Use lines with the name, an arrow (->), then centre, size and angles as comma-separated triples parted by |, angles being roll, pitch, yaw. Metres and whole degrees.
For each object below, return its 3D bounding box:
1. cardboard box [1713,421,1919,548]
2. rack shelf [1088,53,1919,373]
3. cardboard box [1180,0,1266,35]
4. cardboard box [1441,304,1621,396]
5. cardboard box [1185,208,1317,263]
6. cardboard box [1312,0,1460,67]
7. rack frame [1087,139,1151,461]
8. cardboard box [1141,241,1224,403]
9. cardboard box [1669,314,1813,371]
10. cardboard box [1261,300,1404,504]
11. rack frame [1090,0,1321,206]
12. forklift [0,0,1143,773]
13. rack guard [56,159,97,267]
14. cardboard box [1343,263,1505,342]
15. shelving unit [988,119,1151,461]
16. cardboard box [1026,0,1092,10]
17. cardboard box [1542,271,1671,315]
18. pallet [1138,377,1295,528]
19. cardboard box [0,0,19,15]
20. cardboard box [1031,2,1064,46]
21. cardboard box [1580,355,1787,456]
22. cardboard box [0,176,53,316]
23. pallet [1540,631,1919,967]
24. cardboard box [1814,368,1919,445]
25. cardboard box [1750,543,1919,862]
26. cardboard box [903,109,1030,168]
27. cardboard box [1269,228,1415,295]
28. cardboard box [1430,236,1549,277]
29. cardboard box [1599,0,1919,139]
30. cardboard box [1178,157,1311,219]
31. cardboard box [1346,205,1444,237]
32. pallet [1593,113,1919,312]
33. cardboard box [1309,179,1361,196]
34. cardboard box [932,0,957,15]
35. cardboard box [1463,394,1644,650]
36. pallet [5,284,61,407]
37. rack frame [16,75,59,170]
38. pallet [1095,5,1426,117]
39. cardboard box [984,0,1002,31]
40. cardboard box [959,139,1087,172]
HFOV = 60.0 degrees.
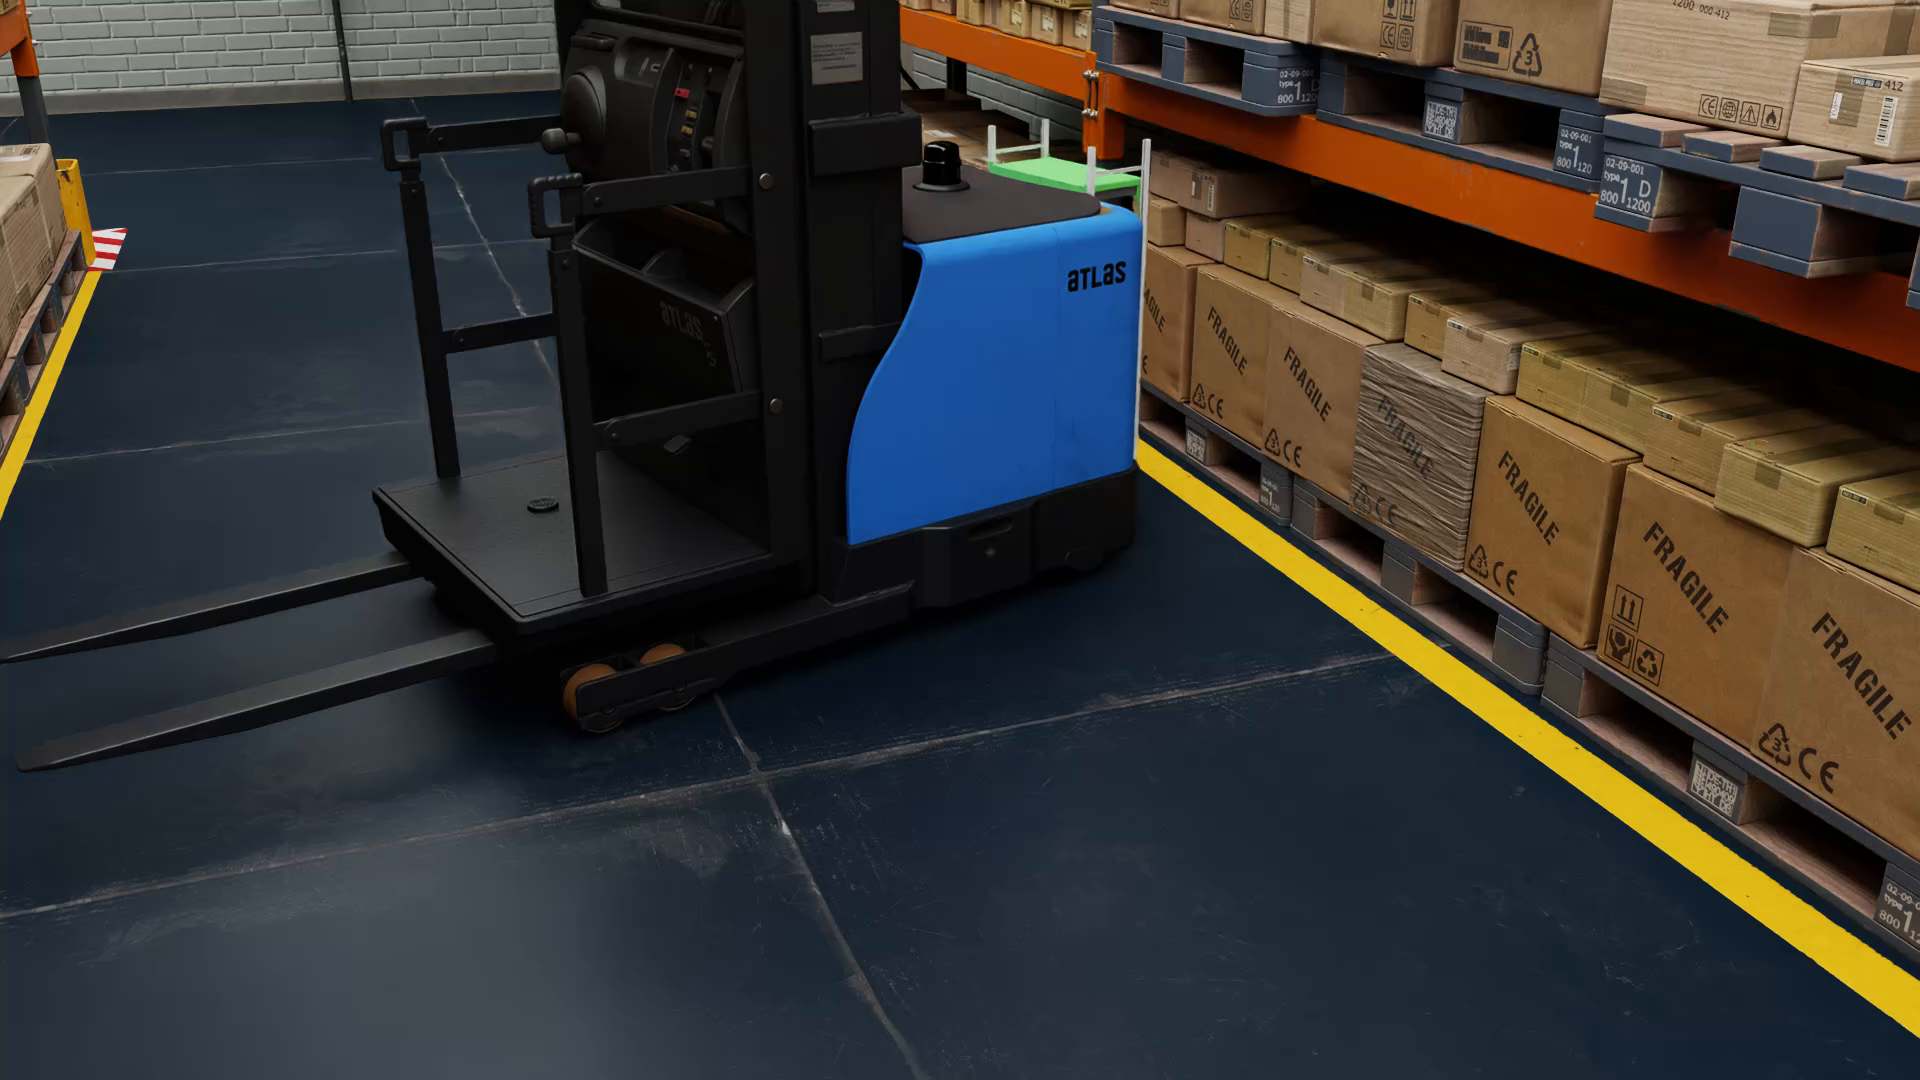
cardboard box -> 1.841, -0.122, 3.521 | 0.380, 0.149, 0.250 | -10, 25, -22
rack shelf -> 1.672, -0.937, 4.538 | 1.077, 0.370, 4.000 | -8, 24, -19
cardboard box -> 1.110, -1.840, 5.085 | 0.700, 0.500, 0.500 | -8, 24, -18
cardboard box -> 1.525, -0.513, 4.448 | 0.380, 0.149, 0.250 | -10, 25, -22
cardboard box -> 1.013, -1.079, 5.791 | 0.380, 0.149, 0.250 | -9, 24, -20
cardboard box -> 1.387, -1.555, 4.409 | 0.700, 0.500, 0.500 | -8, 24, -19
rack frame -> 0.479, -0.637, 5.217 | 0.240, 1.200, 0.015 | -16, 28, -33
cardboard box -> 0.926, -0.830, 6.036 | 0.500, 0.500, 0.500 | -7, 24, -17
cardboard box -> 2.107, -0.494, 4.403 | 0.380, 0.149, 0.250 | -9, 24, -20
cardboard box -> 1.295, -0.456, 5.149 | 0.500, 0.500, 0.500 | -9, 25, -21
rack frame -> 0.965, -1.995, 6.122 | 1.000, 3.000, 0.127 | -8, 24, -19
forklift -> -0.958, -1.106, 4.100 | 3.031, 2.935, 1.130 | -16, 27, -33
rack guard -> -5.099, -1.623, 8.458 | 1.175, 0.500, 0.348 | -8, 24, -19
cardboard box -> 1.363, -0.703, 4.899 | 0.380, 0.149, 0.250 | -7, 24, -17
shelving unit -> 0.334, -0.714, 5.398 | 0.258, 1.200, 0.503 | -16, 28, -33
cardboard box -> 0.557, -2.215, 6.453 | 0.500, 0.250, 0.500 | -8, 24, -18
cardboard box -> 1.923, -0.681, 4.847 | 0.380, 0.149, 0.250 | -9, 25, -21
pallet -> 1.288, -0.420, 5.975 | 1.003, 0.211, 1.213 | -8, 24, -19
cardboard box -> -4.672, -2.674, 7.603 | 0.500, 0.500, 0.500 | -8, 24, -19
cardboard box -> 0.504, -2.053, 6.581 | 0.380, 0.149, 0.250 | -8, 24, -18
cardboard box -> 1.739, -0.326, 4.004 | 0.380, 0.149, 0.250 | -8, 24, -17
cardboard box -> -4.432, -1.222, 7.045 | 0.875, 0.438, 0.875 | -8, 24, -18
pallet -> 2.150, 0.466, 3.872 | 1.003, 0.211, 1.213 | -8, 24, -19
cardboard box -> 2.254, -0.294, 3.929 | 0.380, 0.149, 0.250 | -8, 24, -18
cardboard box -> 2.028, 0.292, 3.373 | 0.500, 0.500, 0.500 | -8, 24, -17
cardboard box -> -0.055, -1.939, 8.667 | 0.700, 0.500, 0.500 | -7, 24, -17
cardboard box -> 1.224, -0.890, 5.341 | 0.380, 0.149, 0.250 | -9, 24, -20
cardboard box -> 1.719, -0.863, 5.278 | 0.380, 0.149, 0.250 | -8, 24, -18
cardboard box -> 1.703, -1.005, 3.426 | 0.500, 0.250, 0.500 | -10, 25, -21
cardboard box -> 0.980, -1.218, 5.738 | 0.380, 0.149, 0.250 | -10, 25, -22
cardboard box -> 1.557, -1.060, 5.745 | 0.380, 0.149, 0.250 | -8, 24, -18
pallet -> 2.073, -0.690, 3.273 | 1.213, 0.211, 1.003 | -8, 24, -19
cardboard box -> 1.365, -1.242, 6.177 | 0.380, 0.149, 0.250 | -9, 25, -21
cardboard box -> 0.088, -2.524, 7.700 | 0.380, 0.149, 0.250 | -8, 24, -19
cardboard box -> 1.673, -0.081, 4.258 | 0.500, 0.500, 0.500 | -7, 24, -17
pallet -> -4.307, -0.759, 6.779 | 1.003, 0.211, 1.213 | -8, 24, -19
rack frame -> -5.090, -2.766, 7.952 | 1.000, 3.000, 0.127 | -8, 24, -19
pallet -> 1.145, -1.602, 5.435 | 1.003, 0.211, 1.213 | -8, 24, -19
cardboard box -> 0.322, -2.243, 7.032 | 0.380, 0.149, 0.250 | -8, 24, -18
cardboard box -> 0.312, -1.562, 7.772 | 0.700, 0.500, 0.500 | -9, 25, -21
